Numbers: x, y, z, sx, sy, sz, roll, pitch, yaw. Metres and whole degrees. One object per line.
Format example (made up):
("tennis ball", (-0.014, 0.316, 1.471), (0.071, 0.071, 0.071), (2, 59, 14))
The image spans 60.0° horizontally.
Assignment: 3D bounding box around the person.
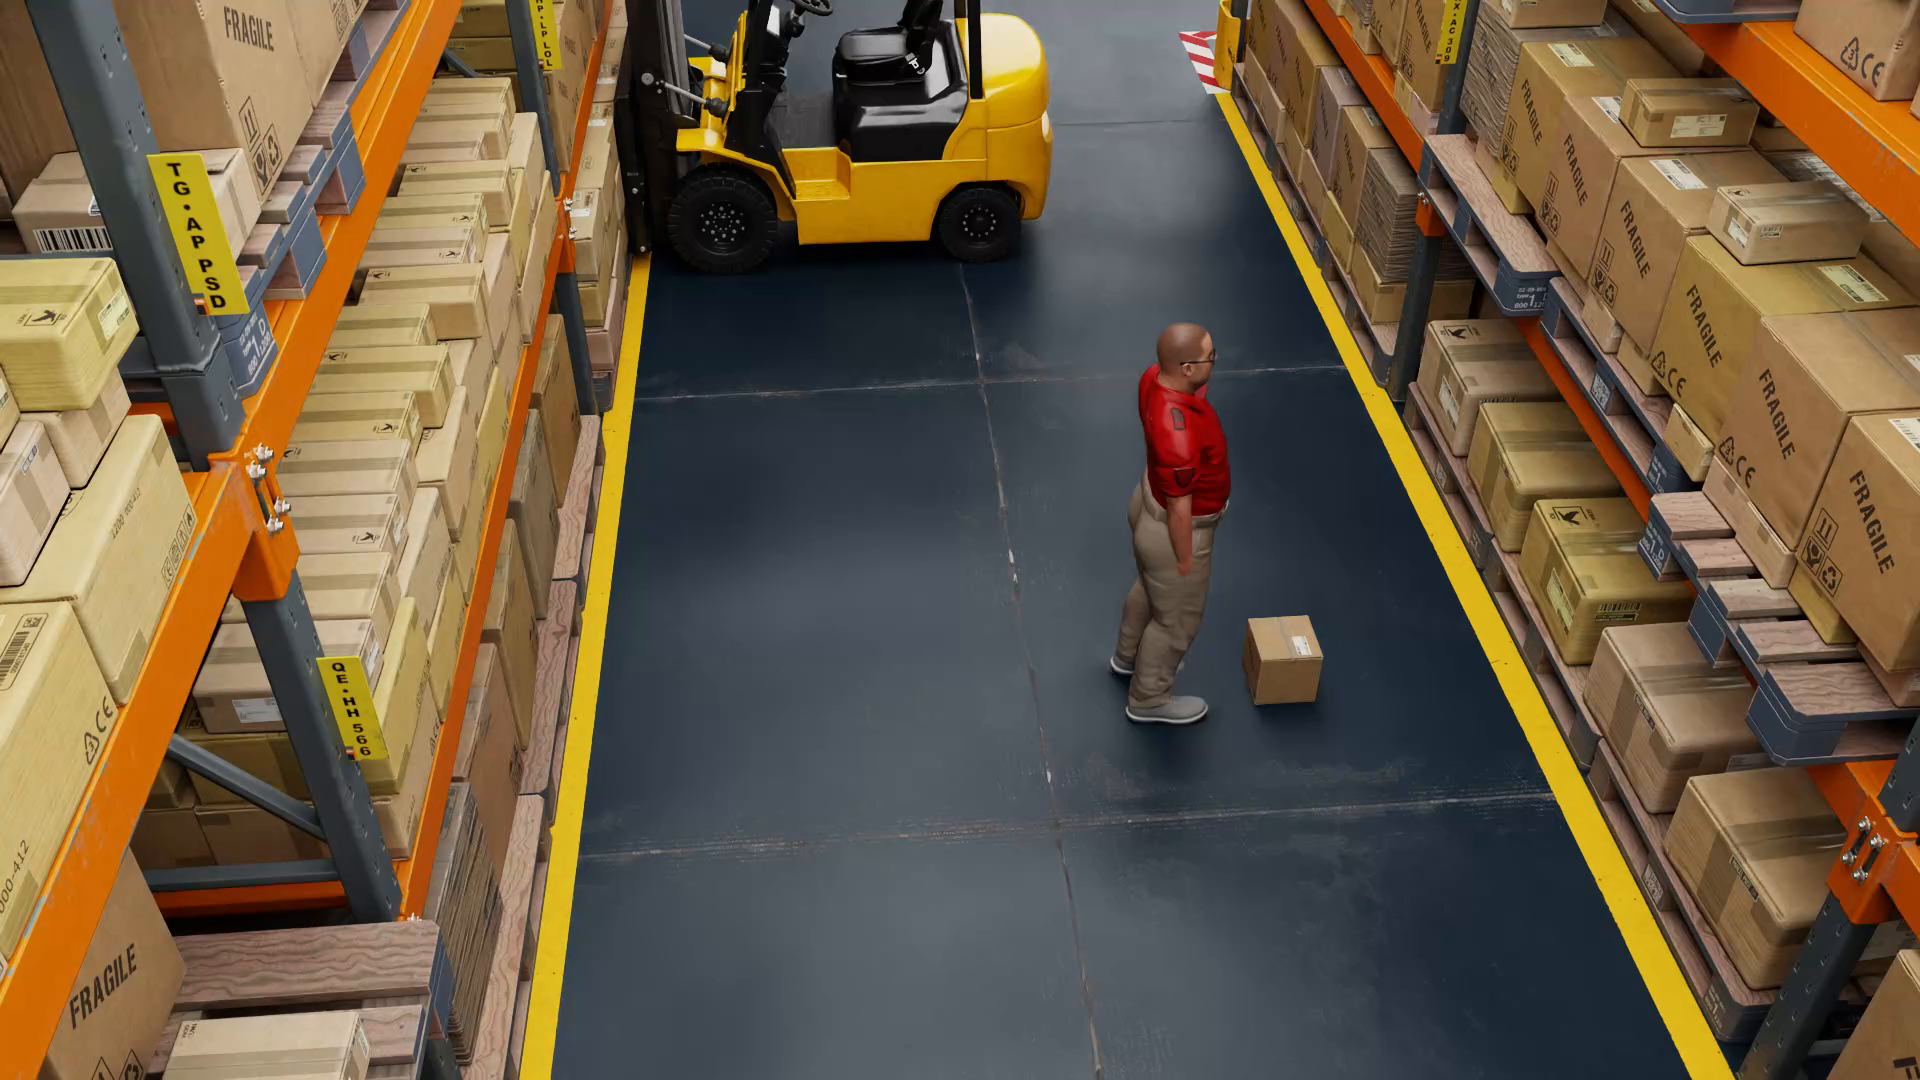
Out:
("person", (0.813, -0.054, 6.265), (0.372, 1.755, 0.527), (-2, 39, -3))
